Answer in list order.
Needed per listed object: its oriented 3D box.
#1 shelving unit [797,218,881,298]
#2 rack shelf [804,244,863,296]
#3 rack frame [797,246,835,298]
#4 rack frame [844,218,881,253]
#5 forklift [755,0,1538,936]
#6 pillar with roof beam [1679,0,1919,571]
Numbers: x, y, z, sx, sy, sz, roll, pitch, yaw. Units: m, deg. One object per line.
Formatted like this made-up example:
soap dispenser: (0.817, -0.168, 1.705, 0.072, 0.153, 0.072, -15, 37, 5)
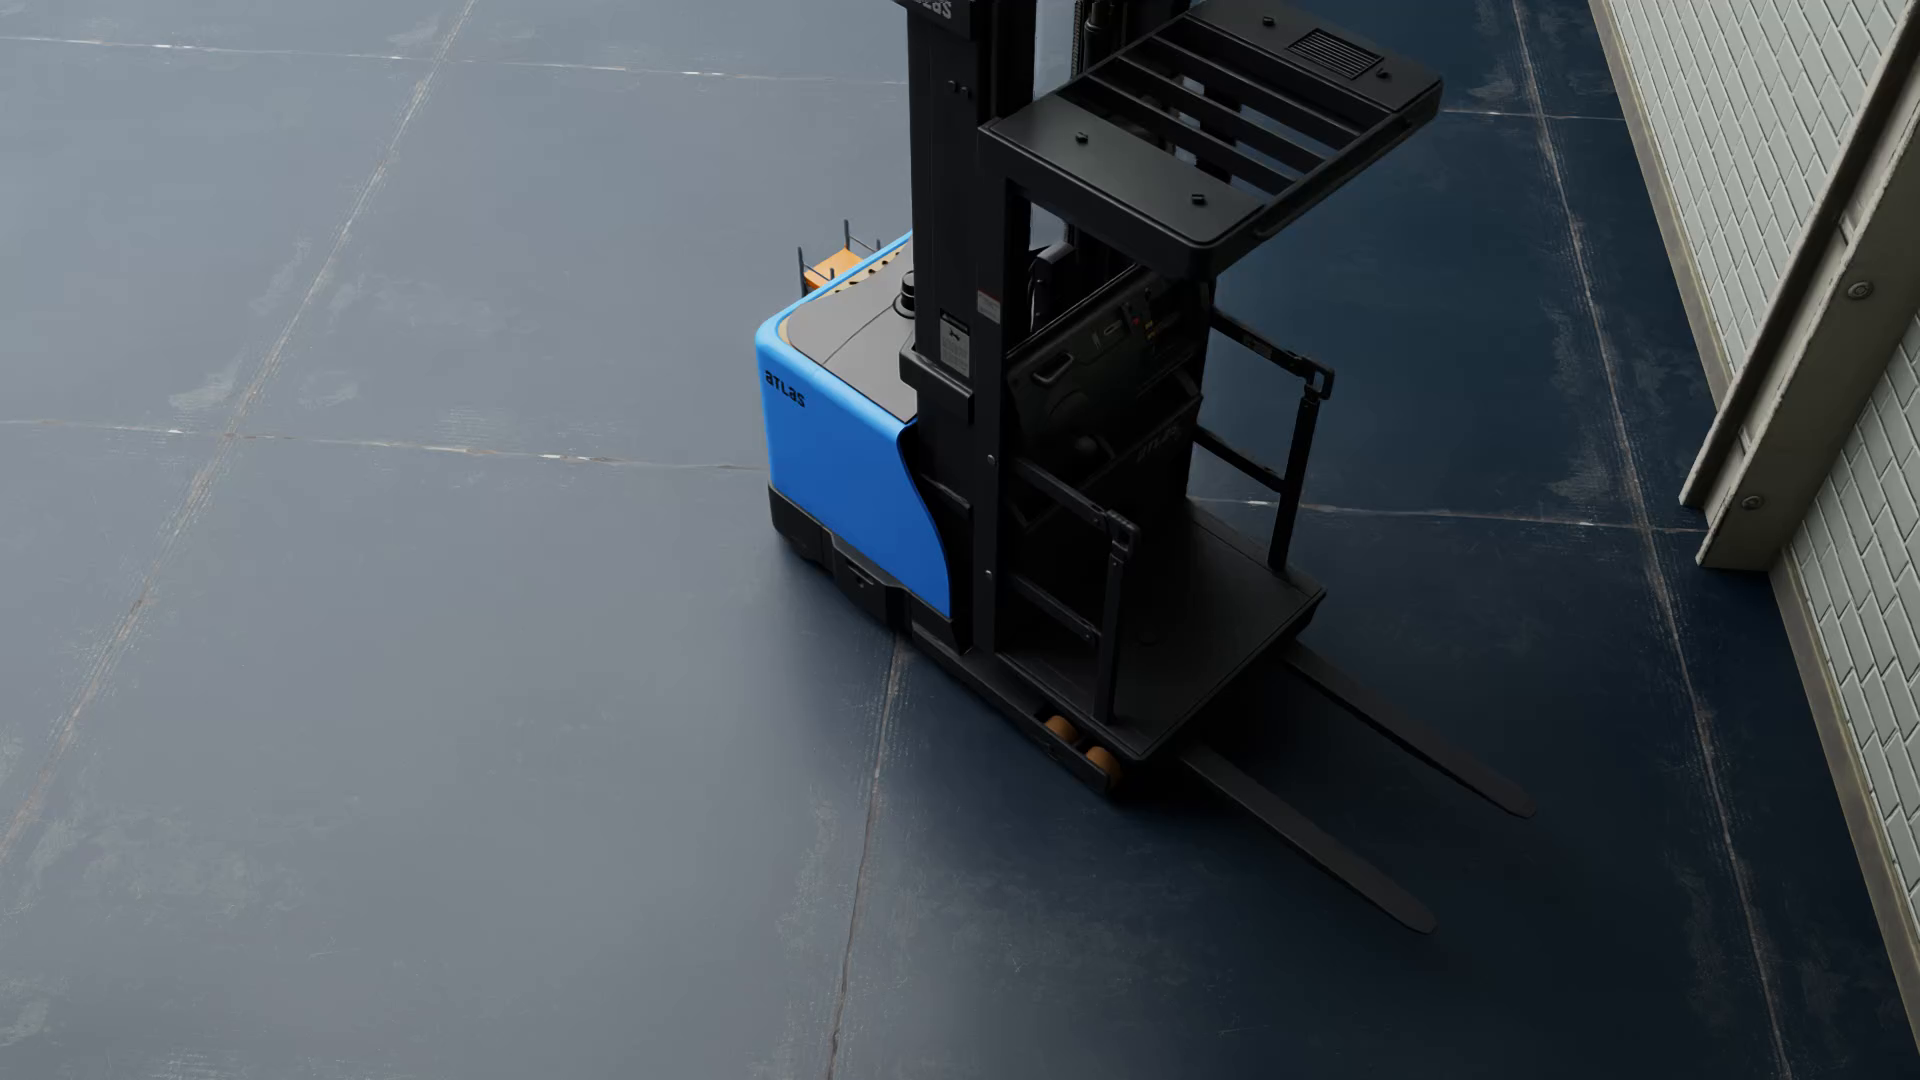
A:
shelving unit: (-0.465, -0.786, 6.783, 0.215, 1.050, 0.252, 36, 57, 28)
rack shelf: (-0.465, -0.970, 6.582, 0.215, 0.259, 0.240, 36, 57, 28)
rack frame: (-0.550, -0.721, 6.724, 0.200, 1.050, 0.008, 36, 57, 28)
rack frame: (-0.380, -0.851, 6.843, 0.200, 1.050, 0.008, 36, 57, 28)
forklift: (0.644, -0.528, 5.273, 3.031, 2.935, 1.130, 36, 57, 28)
pillar with roof beam: (-1.151, -3.356, 3.747, 9.100, 9.000, 0.400, 4, 48, 4)
